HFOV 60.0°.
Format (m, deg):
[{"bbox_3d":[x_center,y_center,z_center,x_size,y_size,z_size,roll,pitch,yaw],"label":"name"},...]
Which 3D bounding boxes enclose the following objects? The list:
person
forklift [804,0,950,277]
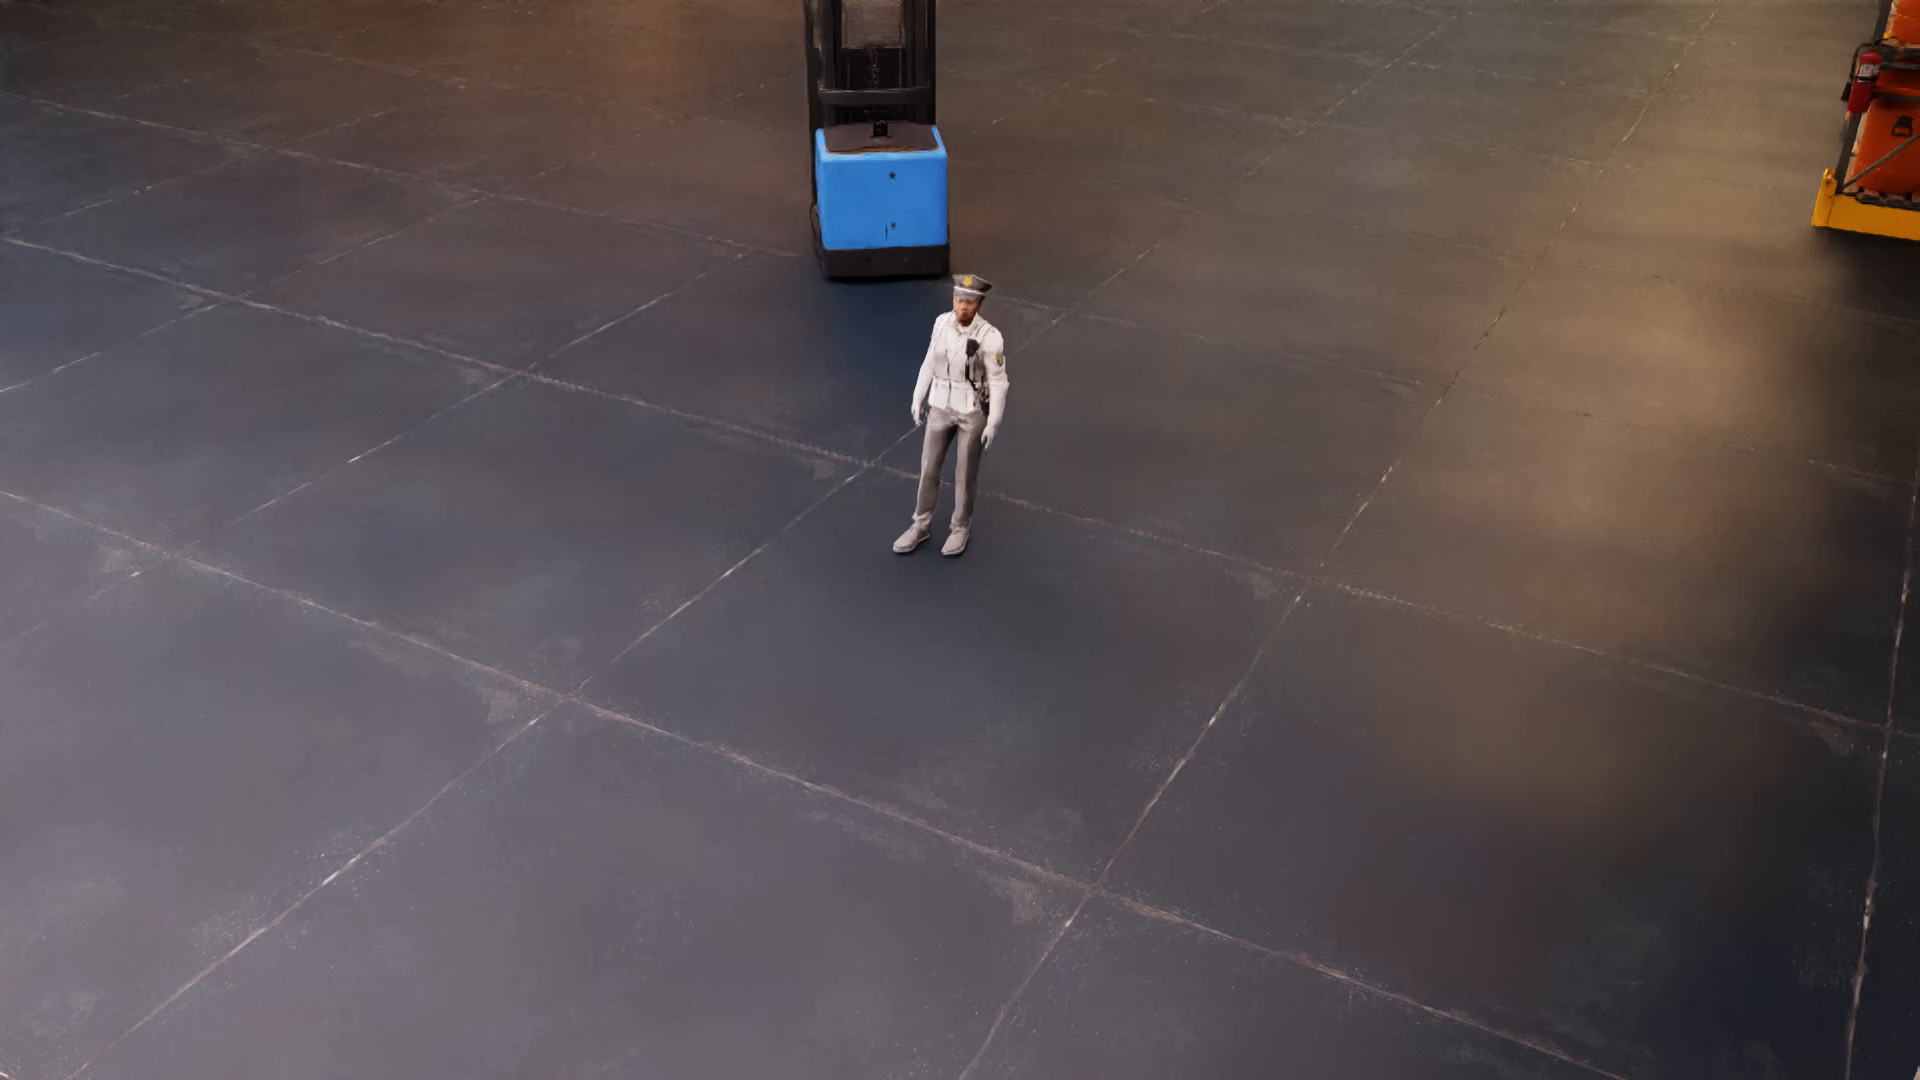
[{"bbox_3d":[-0.039,-0.712,9.527,0.586,1.695,0.532,15,33,25],"label":"person"},{"bbox_3d":[-0.779,-4.127,14.222,1.130,2.935,3.031,-4,30,-6],"label":"forklift"}]
